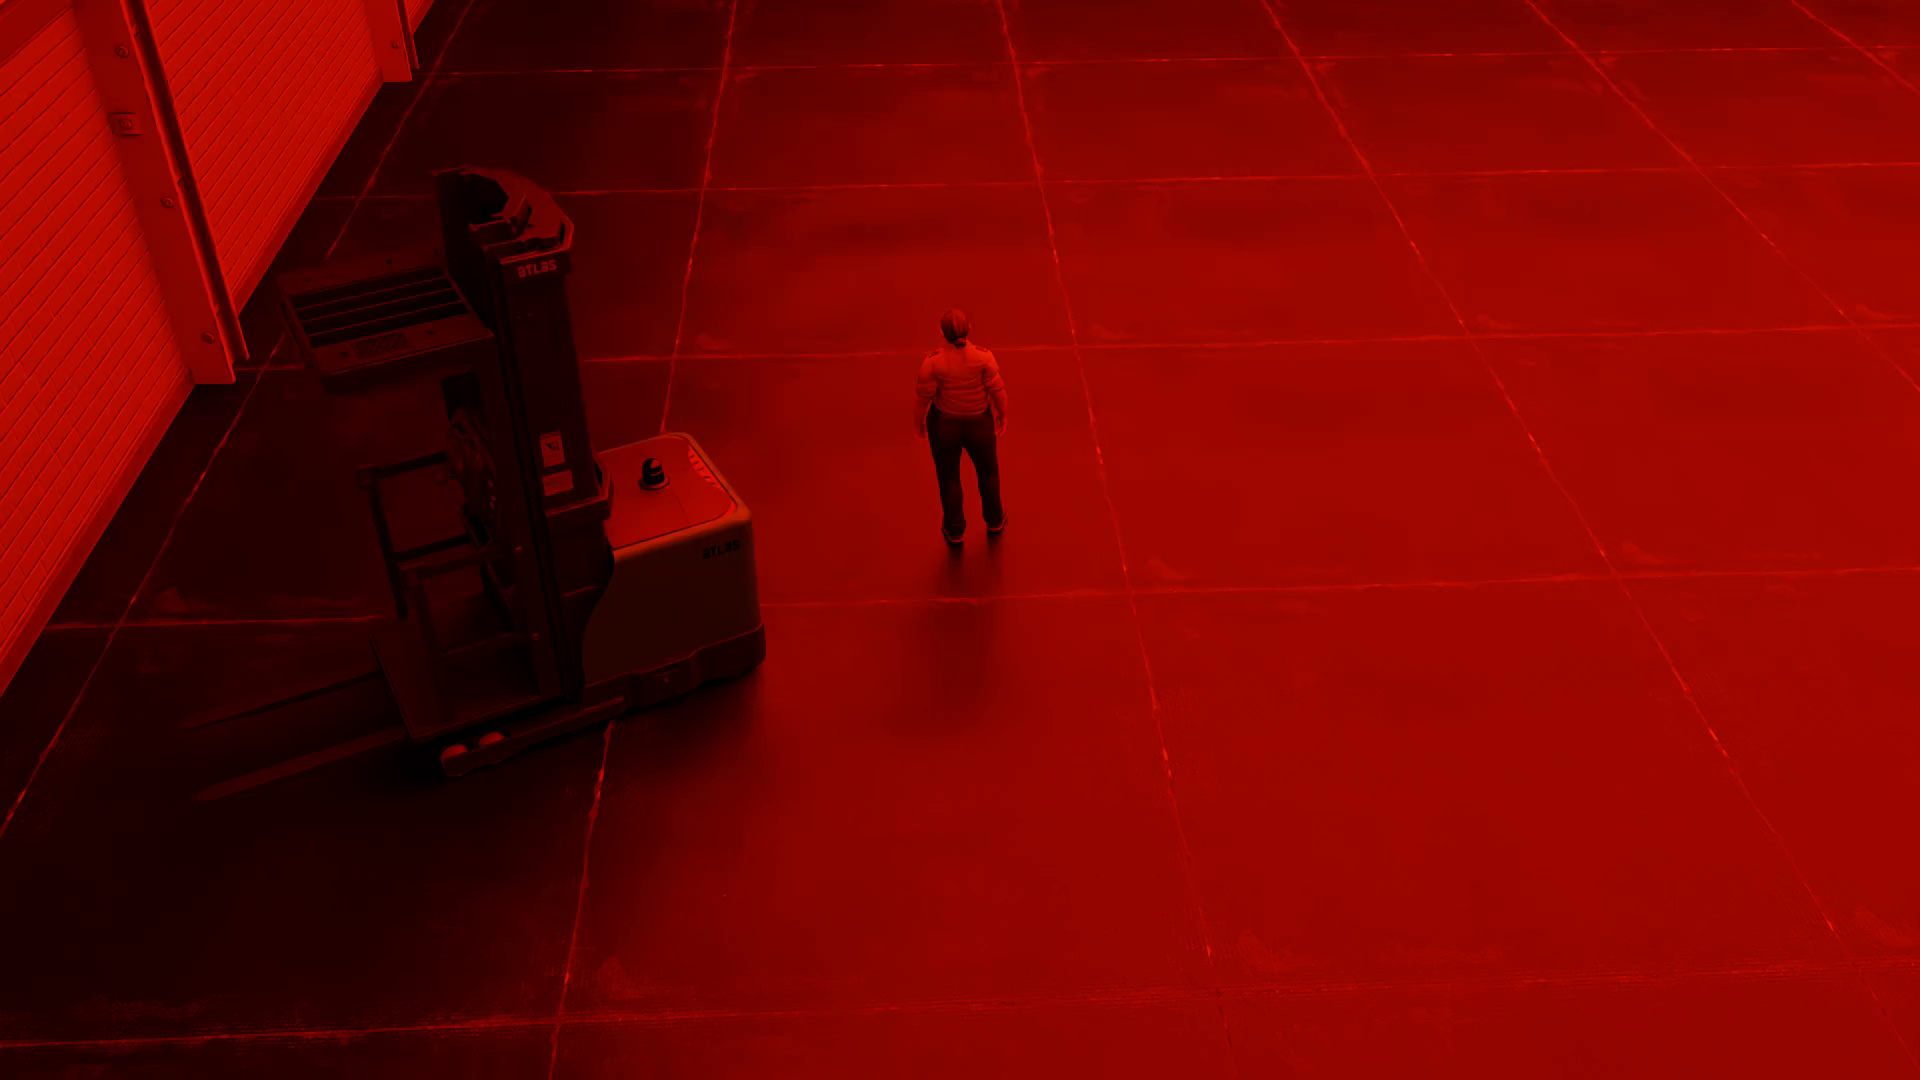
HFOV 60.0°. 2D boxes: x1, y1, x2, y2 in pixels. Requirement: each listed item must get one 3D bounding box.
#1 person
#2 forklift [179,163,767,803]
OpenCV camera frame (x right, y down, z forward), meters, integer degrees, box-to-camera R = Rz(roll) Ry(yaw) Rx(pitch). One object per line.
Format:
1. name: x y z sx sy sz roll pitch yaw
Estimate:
1. person: 0.018 -0.725 10.085 0.598 1.651 0.502 -2 36 -2
2. forklift: -2.645 -0.294 8.414 3.031 2.935 1.130 -18 40 -23
